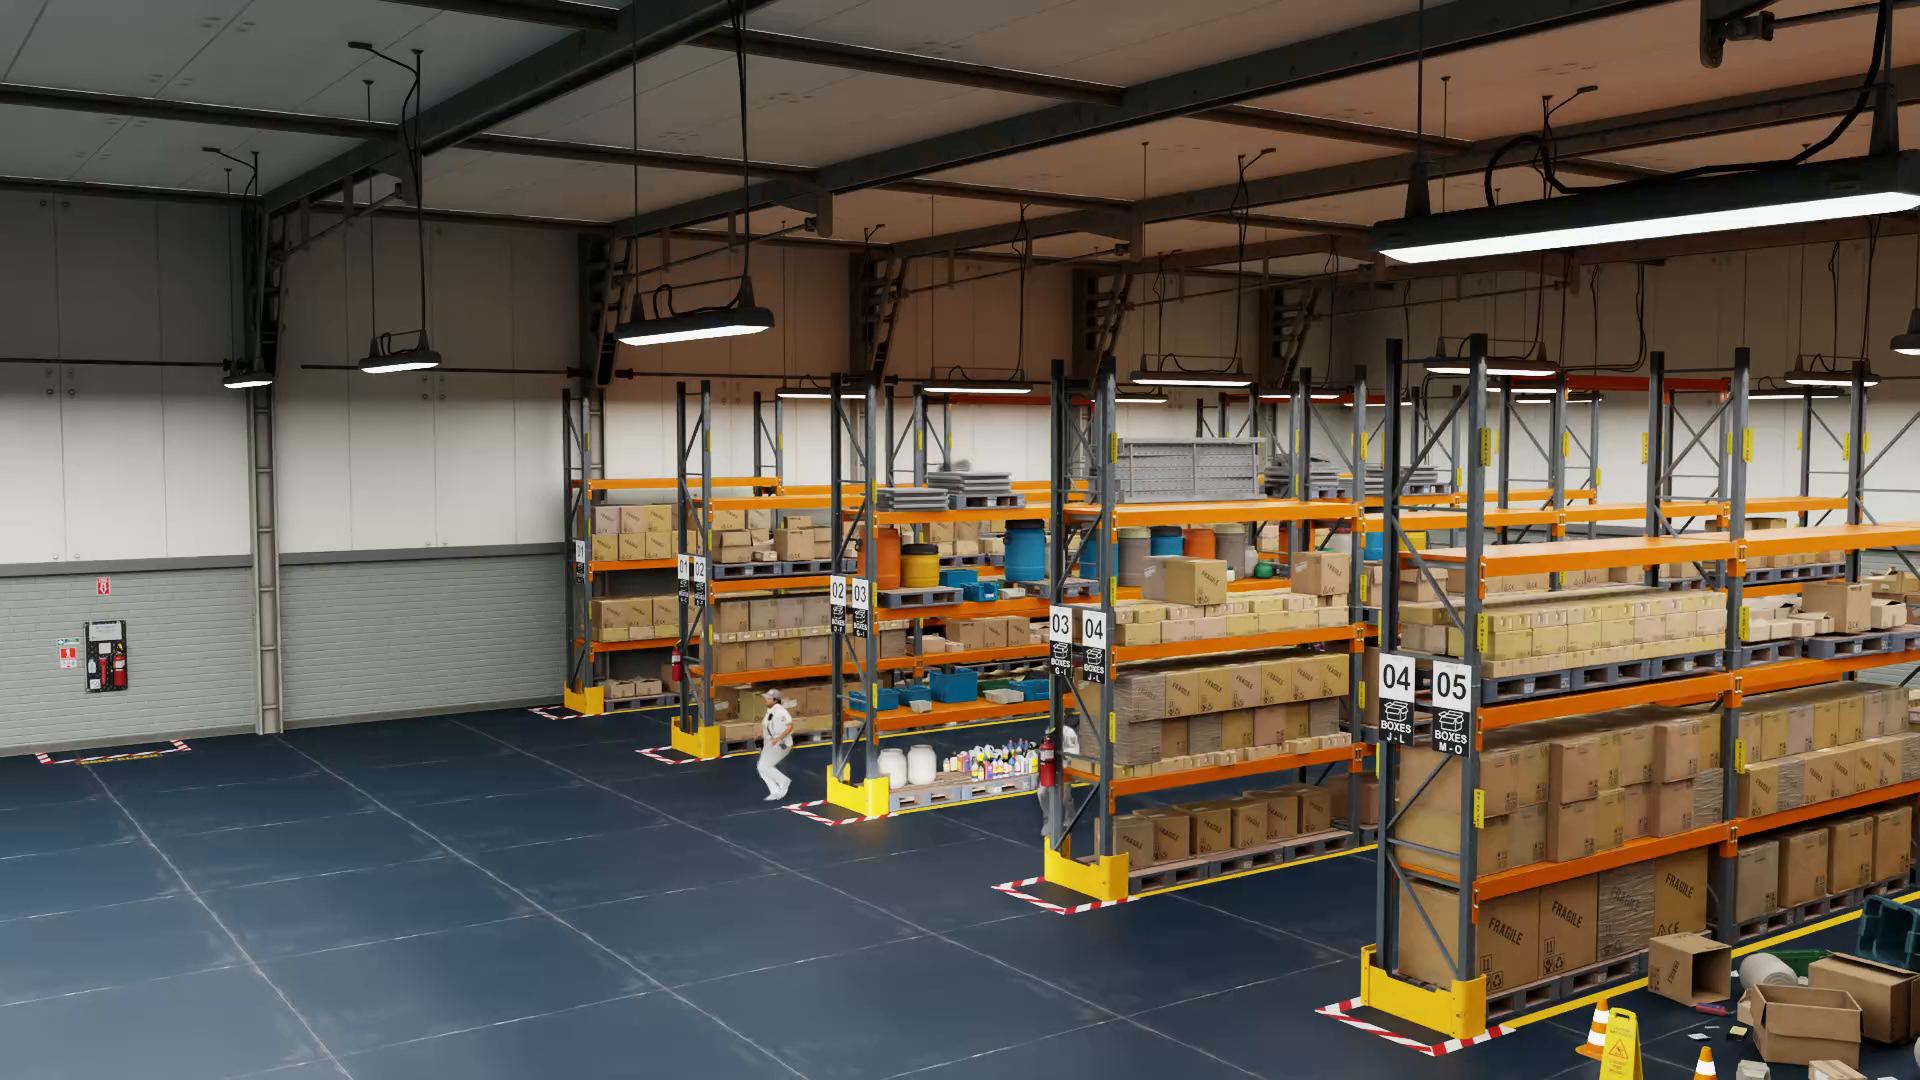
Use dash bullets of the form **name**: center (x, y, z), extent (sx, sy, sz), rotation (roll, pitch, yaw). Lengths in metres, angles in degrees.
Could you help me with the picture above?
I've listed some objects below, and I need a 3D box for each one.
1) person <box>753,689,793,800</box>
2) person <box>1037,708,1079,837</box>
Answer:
- **person**: center (-2.627, 2.899, 23.284), extent (0.551, 1.628, 0.703), rotation (-2, 4, -34)
- **person**: center (1.301, 2.957, 21.420), extent (0.595, 1.720, 0.760), rotation (2, 4, 31)
